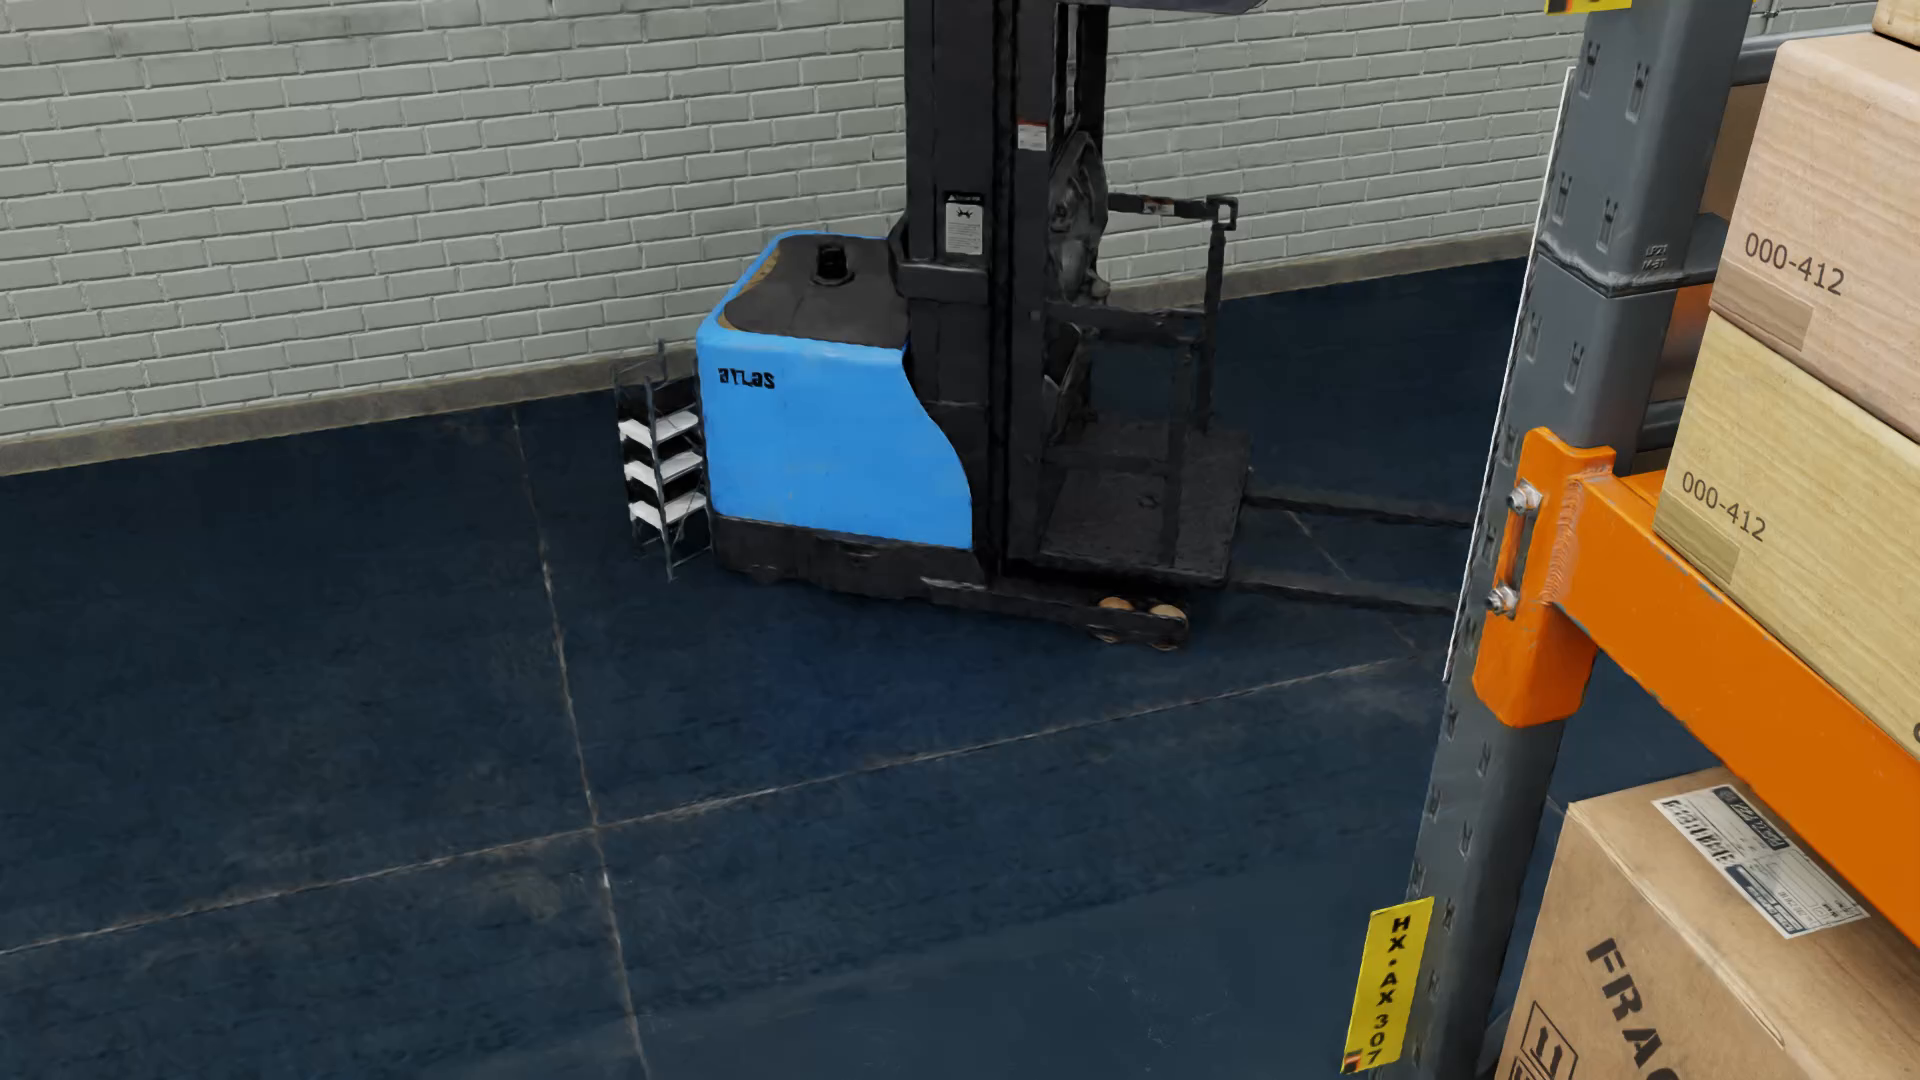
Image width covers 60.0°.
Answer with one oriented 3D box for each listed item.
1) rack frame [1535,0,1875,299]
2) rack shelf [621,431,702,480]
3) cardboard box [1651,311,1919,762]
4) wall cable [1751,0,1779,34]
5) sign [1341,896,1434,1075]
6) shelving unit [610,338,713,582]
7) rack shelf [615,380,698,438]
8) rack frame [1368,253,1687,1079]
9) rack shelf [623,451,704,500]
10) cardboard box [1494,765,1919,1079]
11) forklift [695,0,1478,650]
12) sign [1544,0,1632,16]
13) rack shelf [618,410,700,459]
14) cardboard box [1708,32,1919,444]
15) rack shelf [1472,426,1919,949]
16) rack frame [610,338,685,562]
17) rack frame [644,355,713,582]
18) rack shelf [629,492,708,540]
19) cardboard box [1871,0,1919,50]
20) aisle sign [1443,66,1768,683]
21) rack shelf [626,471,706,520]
[{"bbox_3d":[1.110,-1.612,1.027,1.000,3.000,0.127,-10,35,-15],"label":"rack frame"},{"bbox_3d":[-1.130,-0.345,6.353,0.200,0.077,0.258,28,42,35],"label":"rack shelf"},{"bbox_3d":[1.003,-0.019,1.473,0.500,0.250,0.500,-9,34,-13],"label":"cardboard box"},{"bbox_3d":[4.051,-3.388,8.206,0.585,1.953,0.123,-10,35,-15],"label":"wall cable"},{"bbox_3d":[0.593,0.621,2.304,0.100,0.325,0.005,-10,35,-15],"label":"sign"},{"bbox_3d":[-1.130,-0.298,6.385,0.210,0.900,0.258,28,42,35],"label":"shelving unit"},{"bbox_3d":[-1.130,-0.495,6.254,0.200,0.077,0.258,28,42,35],"label":"rack shelf"},{"bbox_3d":[1.110,0.891,2.680,1.000,3.000,0.127,-10,35,-15],"label":"rack frame"},{"bbox_3d":[-1.130,-0.270,6.403,0.200,0.077,0.258,28,42,35],"label":"rack shelf"},{"bbox_3d":[0.994,0.589,1.871,0.500,0.500,0.500,-10,35,-15],"label":"cardboard box"},{"bbox_3d":[0.605,-1.141,5.818,3.031,2.935,1.130,8,34,11],"label":"forklift"},{"bbox_3d":[0.593,-0.634,1.474,0.100,0.325,0.005,-10,35,-15],"label":"sign"},{"bbox_3d":[-1.130,-0.420,6.304,0.200,0.077,0.258,28,42,35],"label":"rack shelf"},{"bbox_3d":[0.999,-0.227,1.334,0.500,0.250,0.500,-9,35,-14],"label":"cardboard box"},{"bbox_3d":[1.720,0.990,0.463,1.077,0.370,4.000,-10,35,-15],"label":"rack shelf"},{"bbox_3d":[-1.203,-0.337,6.443,0.006,0.900,0.240,28,42,35],"label":"rack frame"},{"bbox_3d":[-1.056,-0.259,6.326,0.006,0.900,0.240,28,42,35],"label":"rack frame"},{"bbox_3d":[-1.130,-0.120,6.502,0.200,0.077,0.258,28,42,35],"label":"rack shelf"},{"bbox_3d":[0.992,-0.464,1.332,0.380,0.149,0.250,-10,35,-15],"label":"cardboard box"},{"bbox_3d":[0.802,-0.181,1.945,0.394,0.787,0.004,-10,35,-15],"label":"aisle sign"},{"bbox_3d":[-1.130,-0.195,6.453,0.200,0.077,0.258,28,42,35],"label":"rack shelf"}]
